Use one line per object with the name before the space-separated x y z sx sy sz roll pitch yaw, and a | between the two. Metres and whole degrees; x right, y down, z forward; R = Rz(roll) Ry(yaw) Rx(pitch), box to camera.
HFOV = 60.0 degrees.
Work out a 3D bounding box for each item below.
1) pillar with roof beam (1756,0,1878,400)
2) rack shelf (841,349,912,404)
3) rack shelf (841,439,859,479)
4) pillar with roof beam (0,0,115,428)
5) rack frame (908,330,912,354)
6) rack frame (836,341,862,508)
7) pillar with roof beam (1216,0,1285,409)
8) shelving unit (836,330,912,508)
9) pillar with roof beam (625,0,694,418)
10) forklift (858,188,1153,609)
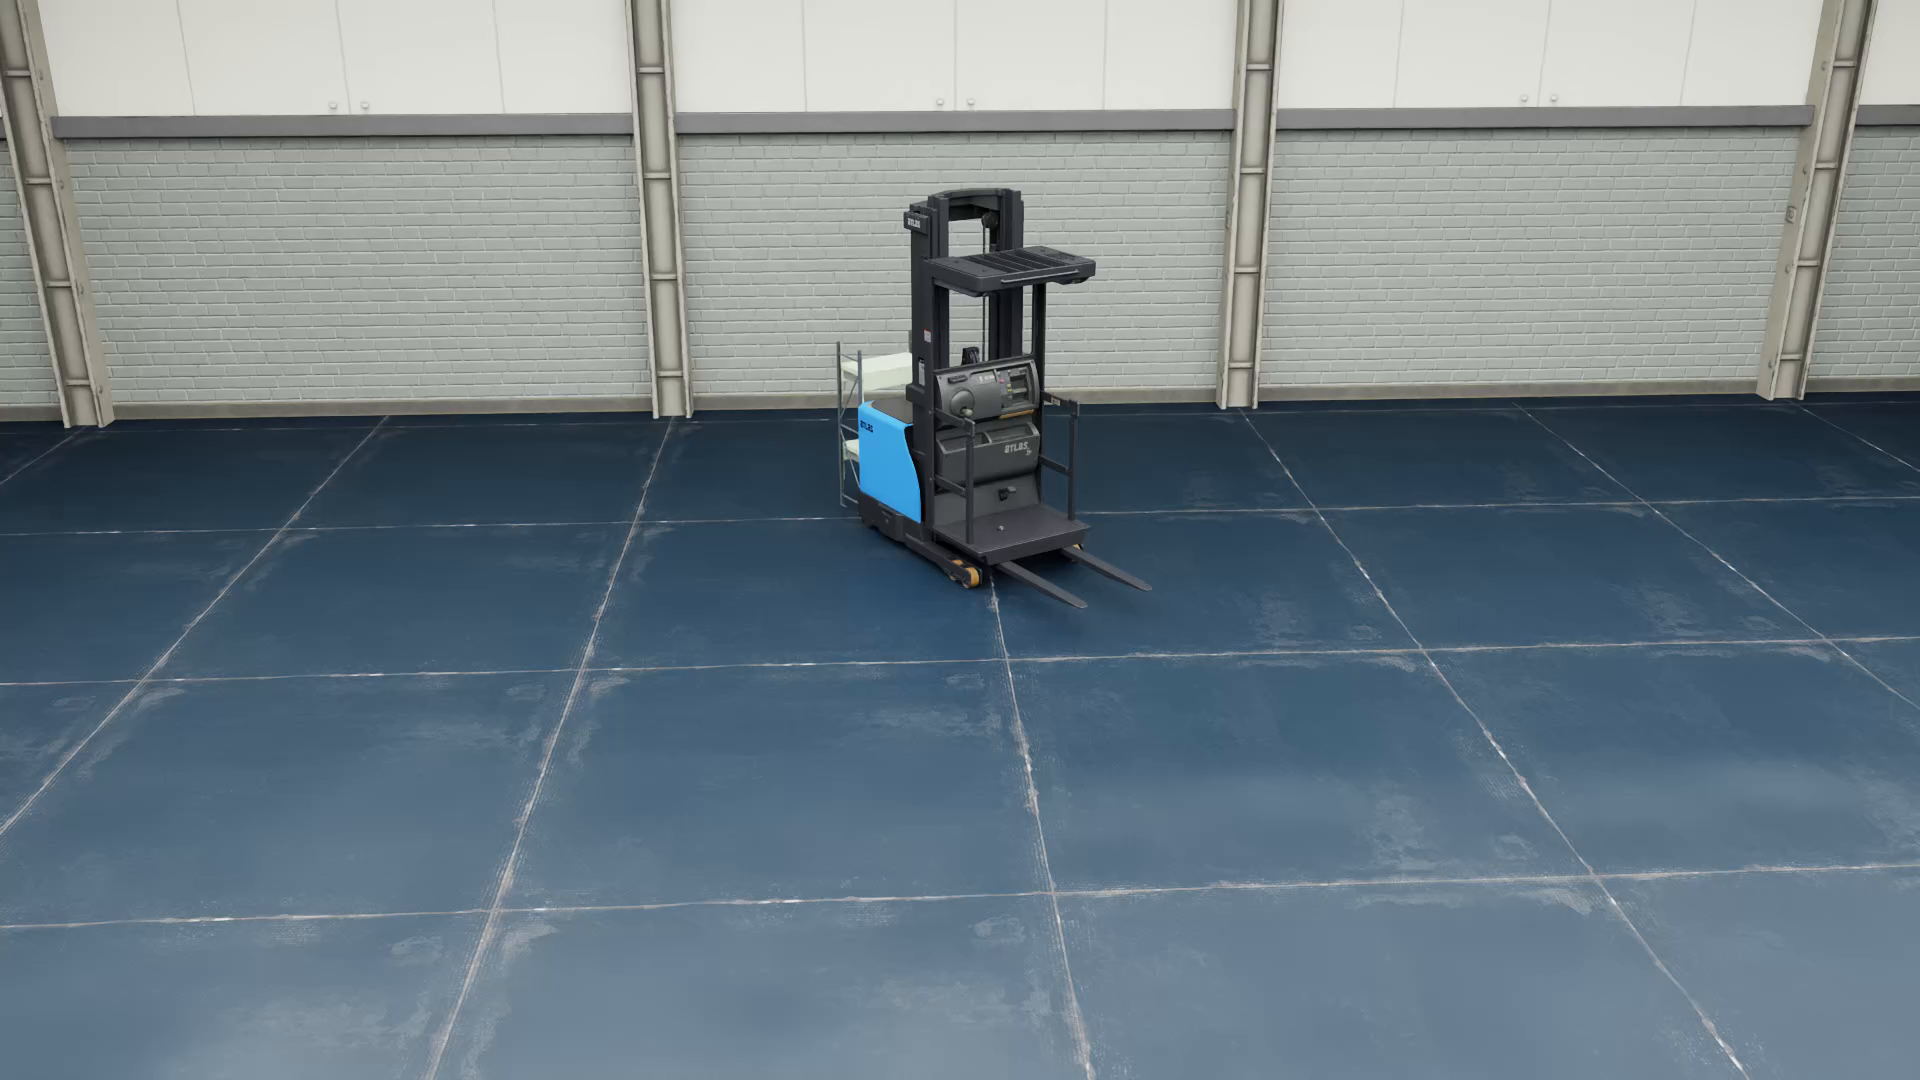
pillar with roof beam | 9.204 -4.252 12.574 0.400 9.000 9.100 -1 21 -3
rack shelf | -0.645 -1.394 14.508 0.720 0.370 0.431 -13 25 -31
rack shelf | -0.646 -0.725 14.763 0.720 0.370 0.431 -13 25 -31
pillar with roof beam | -8.766 -3.887 11.614 0.400 9.000 9.100 -1 21 -3
rack frame | -0.340 -1.101 14.836 0.023 1.500 0.400 -13 25 -31
rack frame | -0.950 -0.957 14.458 0.023 1.500 0.400 -13 25 -31
pillar with roof beam | 3.214 -4.130 12.254 0.400 9.000 9.100 -1 21 -3
shelving unit | -0.645 -1.029 14.647 0.755 1.500 0.431 -13 25 -31
pillar with roof beam | -2.776 -4.009 11.934 0.400 9.000 9.100 -1 21 -3
forklift | 0.343 -1.182 13.037 1.130 2.935 3.031 -13 24 -31
